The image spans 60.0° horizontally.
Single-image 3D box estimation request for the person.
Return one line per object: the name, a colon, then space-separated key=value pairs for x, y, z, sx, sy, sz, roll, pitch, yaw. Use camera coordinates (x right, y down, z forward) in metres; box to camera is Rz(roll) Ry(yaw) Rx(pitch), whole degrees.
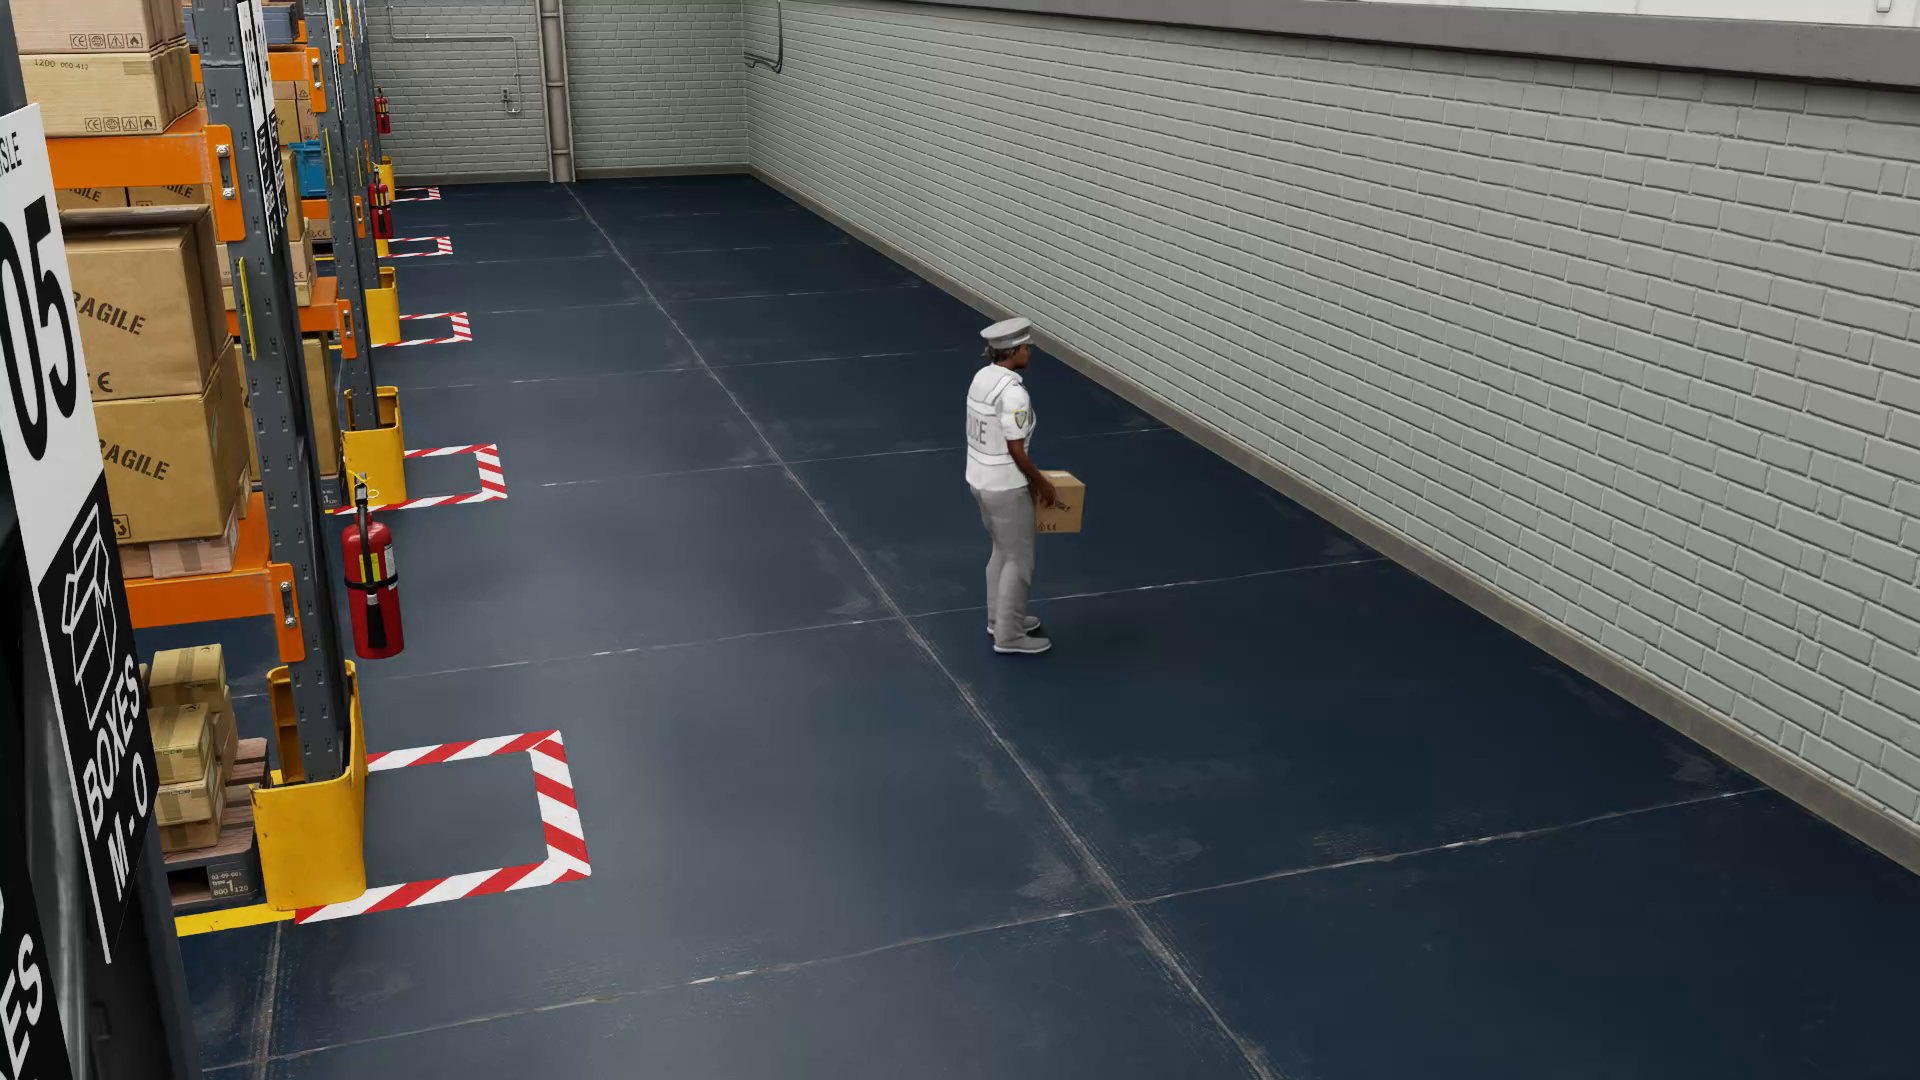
person: x=0.251 y=-0.270 z=8.338 sx=0.427 sy=1.658 sz=0.526 roll=-8 pitch=21 yaw=-20
